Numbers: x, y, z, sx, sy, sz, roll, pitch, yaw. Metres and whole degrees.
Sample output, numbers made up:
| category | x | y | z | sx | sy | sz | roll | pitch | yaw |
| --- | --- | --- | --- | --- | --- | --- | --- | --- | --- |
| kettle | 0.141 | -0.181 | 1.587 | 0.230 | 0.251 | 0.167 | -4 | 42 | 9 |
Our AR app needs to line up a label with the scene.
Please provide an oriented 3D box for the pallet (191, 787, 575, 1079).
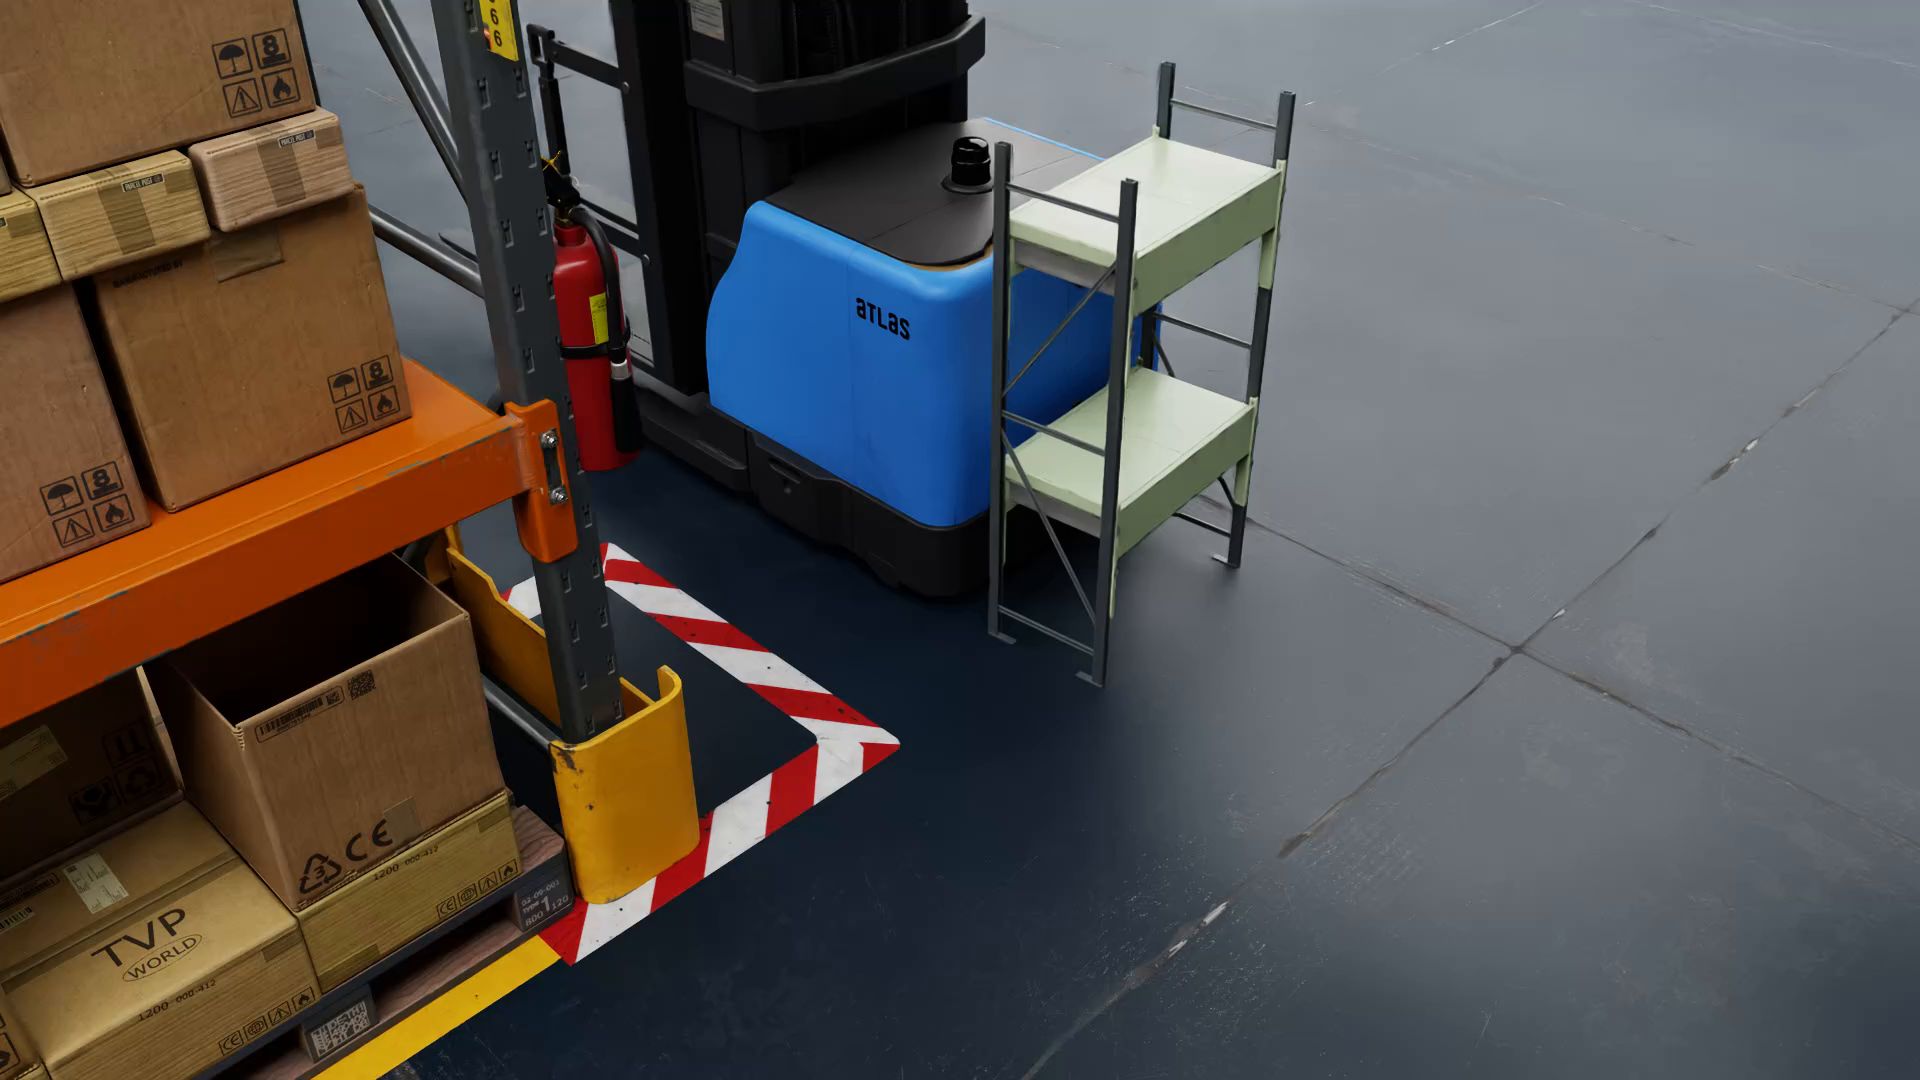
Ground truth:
| category | x | y | z | sx | sy | sz | roll | pitch | yaw |
| --- | --- | --- | --- | --- | --- | --- | --- | --- | --- |
| pallet | -1.686 | 0.837 | 3.866 | 1.003 | 0.211 | 1.213 | 30 | 45 | 35 |

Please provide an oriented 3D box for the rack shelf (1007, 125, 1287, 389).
| category | x | y | z | sx | sy | sz | roll | pitch | yaw |
| --- | --- | --- | --- | --- | --- | --- | --- | --- | --- |
| rack shelf | 0.474 | -0.757 | 4.343 | 0.431 | 0.370 | 0.720 | 25 | 42 | 31 |

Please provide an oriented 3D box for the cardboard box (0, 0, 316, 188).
| category | x | y | z | sx | sy | sz | roll | pitch | yaw |
| --- | --- | --- | --- | --- | --- | --- | --- | --- | --- |
| cardboard box | -1.552 | -1.002 | 2.843 | 0.500 | 0.500 | 0.700 | -30 | 45 | -35 |

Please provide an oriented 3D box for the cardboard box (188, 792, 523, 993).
| category | x | y | z | sx | sy | sz | roll | pitch | yaw |
| --- | --- | --- | --- | --- | --- | --- | --- | --- | --- |
| cardboard box | -1.345 | 0.658 | 3.721 | 0.500 | 0.250 | 0.500 | 30 | 45 | 35 |

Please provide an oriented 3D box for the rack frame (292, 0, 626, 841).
| category | x | y | z | sx | sy | sz | roll | pitch | yaw |
| --- | --- | --- | --- | --- | --- | --- | --- | --- | --- |
| rack frame | -1.177 | -0.634 | 3.538 | 1.000 | 3.000 | 0.127 | 30 | 45 | 35 |

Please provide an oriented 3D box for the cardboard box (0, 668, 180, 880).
| category | x | y | z | sx | sy | sz | roll | pitch | yaw |
| --- | --- | --- | --- | --- | --- | --- | --- | --- | --- |
| cardboard box | -2.064 | 0.345 | 3.514 | 0.500 | 0.500 | 0.500 | 30 | 45 | 35 |

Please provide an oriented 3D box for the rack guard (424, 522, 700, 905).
| category | x | y | z | sx | sy | sz | roll | pitch | yaw |
| --- | --- | --- | --- | --- | --- | --- | --- | --- | --- |
| rack guard | -1.160 | 0.381 | 4.267 | 1.175 | 0.500 | 0.348 | 30 | 45 | 35 |

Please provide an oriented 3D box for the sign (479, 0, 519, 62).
| category | x | y | z | sx | sy | sz | roll | pitch | yaw |
| --- | --- | --- | --- | --- | --- | --- | --- | --- | --- |
| sign | -0.802 | -0.982 | 2.817 | 0.100 | 0.325 | 0.005 | 30 | 45 | 35 |

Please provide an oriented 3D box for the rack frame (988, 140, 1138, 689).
| category | x | y | z | sx | sy | sz | roll | pitch | yaw |
| --- | --- | --- | --- | --- | --- | --- | --- | --- | --- |
| rack frame | 0.246 | -0.274 | 4.331 | 0.400 | 1.500 | 0.023 | 25 | 42 | 31 |

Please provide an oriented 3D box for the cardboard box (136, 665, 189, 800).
| category | x | y | z | sx | sy | sz | roll | pitch | yaw |
| --- | --- | --- | --- | --- | --- | --- | --- | --- | --- |
| cardboard box | -1.713 | 0.449 | 4.020 | 0.500 | 0.250 | 0.500 | 30 | 45 | 35 |

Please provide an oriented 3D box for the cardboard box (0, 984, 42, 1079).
| category | x | y | z | sx | sy | sz | roll | pitch | yaw |
| --- | --- | --- | --- | --- | --- | --- | --- | --- | --- |
| cardboard box | -2.038 | 0.763 | 2.915 | 0.500 | 0.500 | 0.500 | 30 | 45 | 35 |

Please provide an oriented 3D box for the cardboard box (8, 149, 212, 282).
| category | x | y | z | sx | sy | sz | roll | pitch | yaw |
| --- | --- | --- | --- | --- | --- | --- | --- | --- | --- |
| cardboard box | -1.494 | -0.603 | 2.838 | 0.250 | 0.149 | 0.380 | -29 | 44 | -35 |

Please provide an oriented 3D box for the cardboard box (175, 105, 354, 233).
| category | x | y | z | sx | sy | sz | roll | pitch | yaw |
| --- | --- | --- | --- | --- | --- | --- | --- | --- | --- |
| cardboard box | -1.311 | -0.710 | 2.991 | 0.380 | 0.149 | 0.250 | 29 | 44 | 35 |

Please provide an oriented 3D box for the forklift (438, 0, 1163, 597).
| category | x | y | z | sx | sy | sz | roll | pitch | yaw |
| --- | --- | --- | --- | --- | --- | --- | --- | --- | --- |
| forklift | -0.764 | -1.771 | 5.228 | 3.031 | 2.935 | 1.130 | 29 | 44 | 35 |

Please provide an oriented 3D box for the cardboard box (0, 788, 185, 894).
| category | x | y | z | sx | sy | sz | roll | pitch | yaw |
| --- | --- | --- | --- | --- | --- | --- | --- | --- | --- |
| cardboard box | -2.062 | 0.654 | 3.727 | 0.500 | 0.250 | 0.500 | 30 | 45 | 35 |

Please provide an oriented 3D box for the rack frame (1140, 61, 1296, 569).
| category | x | y | z | sx | sy | sz | roll | pitch | yaw |
| --- | --- | --- | --- | --- | --- | --- | --- | --- | --- |
| rack frame | 0.702 | -0.601 | 4.801 | 0.400 | 1.500 | 0.023 | 25 | 42 | 31 |

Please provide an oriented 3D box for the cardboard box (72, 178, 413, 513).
| category | x | y | z | sx | sy | sz | roll | pitch | yaw |
| --- | --- | --- | --- | --- | --- | --- | --- | --- | --- |
| cardboard box | -1.515 | -0.491 | 3.245 | 0.700 | 0.500 | 0.500 | 30 | 45 | 35 |

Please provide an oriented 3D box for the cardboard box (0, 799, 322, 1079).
| category | x | y | z | sx | sy | sz | roll | pitch | yaw |
| --- | --- | --- | --- | --- | --- | --- | --- | --- | --- |
| cardboard box | -1.689 | 0.866 | 3.423 | 0.500 | 0.250 | 0.500 | 30 | 45 | 35 |

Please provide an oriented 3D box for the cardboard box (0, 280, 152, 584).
| category | x | y | z | sx | sy | sz | roll | pitch | yaw |
| --- | --- | --- | --- | --- | --- | --- | --- | --- | --- |
| cardboard box | -1.882 | -0.276 | 2.936 | 0.500 | 0.500 | 0.700 | -29 | 44 | -35 |

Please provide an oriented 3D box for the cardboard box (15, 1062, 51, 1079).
| category | x | y | z | sx | sy | sz | roll | pitch | yaw |
| --- | --- | --- | --- | --- | --- | --- | --- | --- | --- |
| cardboard box | -2.040 | 1.069 | 3.131 | 0.500 | 0.250 | 0.500 | 30 | 45 | 35 |

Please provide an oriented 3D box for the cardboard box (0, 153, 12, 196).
| category | x | y | z | sx | sy | sz | roll | pitch | yaw |
| --- | --- | --- | --- | --- | --- | --- | --- | --- | --- |
| cardboard box | -1.919 | -0.786 | 2.533 | 0.700 | 0.500 | 0.500 | 28 | 44 | 34 |

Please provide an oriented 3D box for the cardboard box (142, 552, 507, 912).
| category | x | y | z | sx | sy | sz | roll | pitch | yaw |
| --- | --- | --- | --- | --- | --- | --- | --- | --- | --- |
| cardboard box | -1.344 | 0.351 | 3.505 | 0.500 | 0.500 | 0.500 | 30 | 45 | 35 |

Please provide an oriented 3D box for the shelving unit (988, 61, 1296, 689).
| category | x | y | z | sx | sy | sz | roll | pitch | yaw |
| --- | --- | --- | --- | --- | --- | --- | --- | --- | --- |
| shelving unit | 0.474 | -0.437 | 4.566 | 0.431 | 1.500 | 0.755 | 25 | 42 | 31 |

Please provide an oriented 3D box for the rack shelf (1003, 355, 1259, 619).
| category | x | y | z | sx | sy | sz | roll | pitch | yaw |
| --- | --- | --- | --- | --- | --- | --- | --- | --- | --- |
| rack shelf | 0.474 | -0.170 | 4.752 | 0.431 | 0.370 | 0.720 | 25 | 42 | 31 |

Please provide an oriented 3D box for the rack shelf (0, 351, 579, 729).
| category | x | y | z | sx | sy | sz | roll | pitch | yaw |
| --- | --- | --- | --- | --- | --- | --- | --- | --- | --- |
| rack shelf | -2.586 | 0.473 | 2.579 | 1.077 | 0.370 | 4.000 | 30 | 45 | 35 |

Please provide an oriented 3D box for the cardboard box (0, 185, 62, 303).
| category | x | y | z | sx | sy | sz | roll | pitch | yaw |
| --- | --- | --- | --- | --- | --- | --- | --- | --- | --- |
| cardboard box | -1.675 | -0.499 | 2.689 | 0.380 | 0.149 | 0.250 | 29 | 44 | 35 |

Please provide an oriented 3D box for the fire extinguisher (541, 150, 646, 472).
| category | x | y | z | sx | sy | sz | roll | pitch | yaw |
| --- | --- | --- | --- | --- | --- | --- | --- | --- | --- |
| fire extinguisher | -0.764 | -0.463 | 3.360 | 0.296 | 0.674 | 0.183 | 30 | 45 | 35 |
